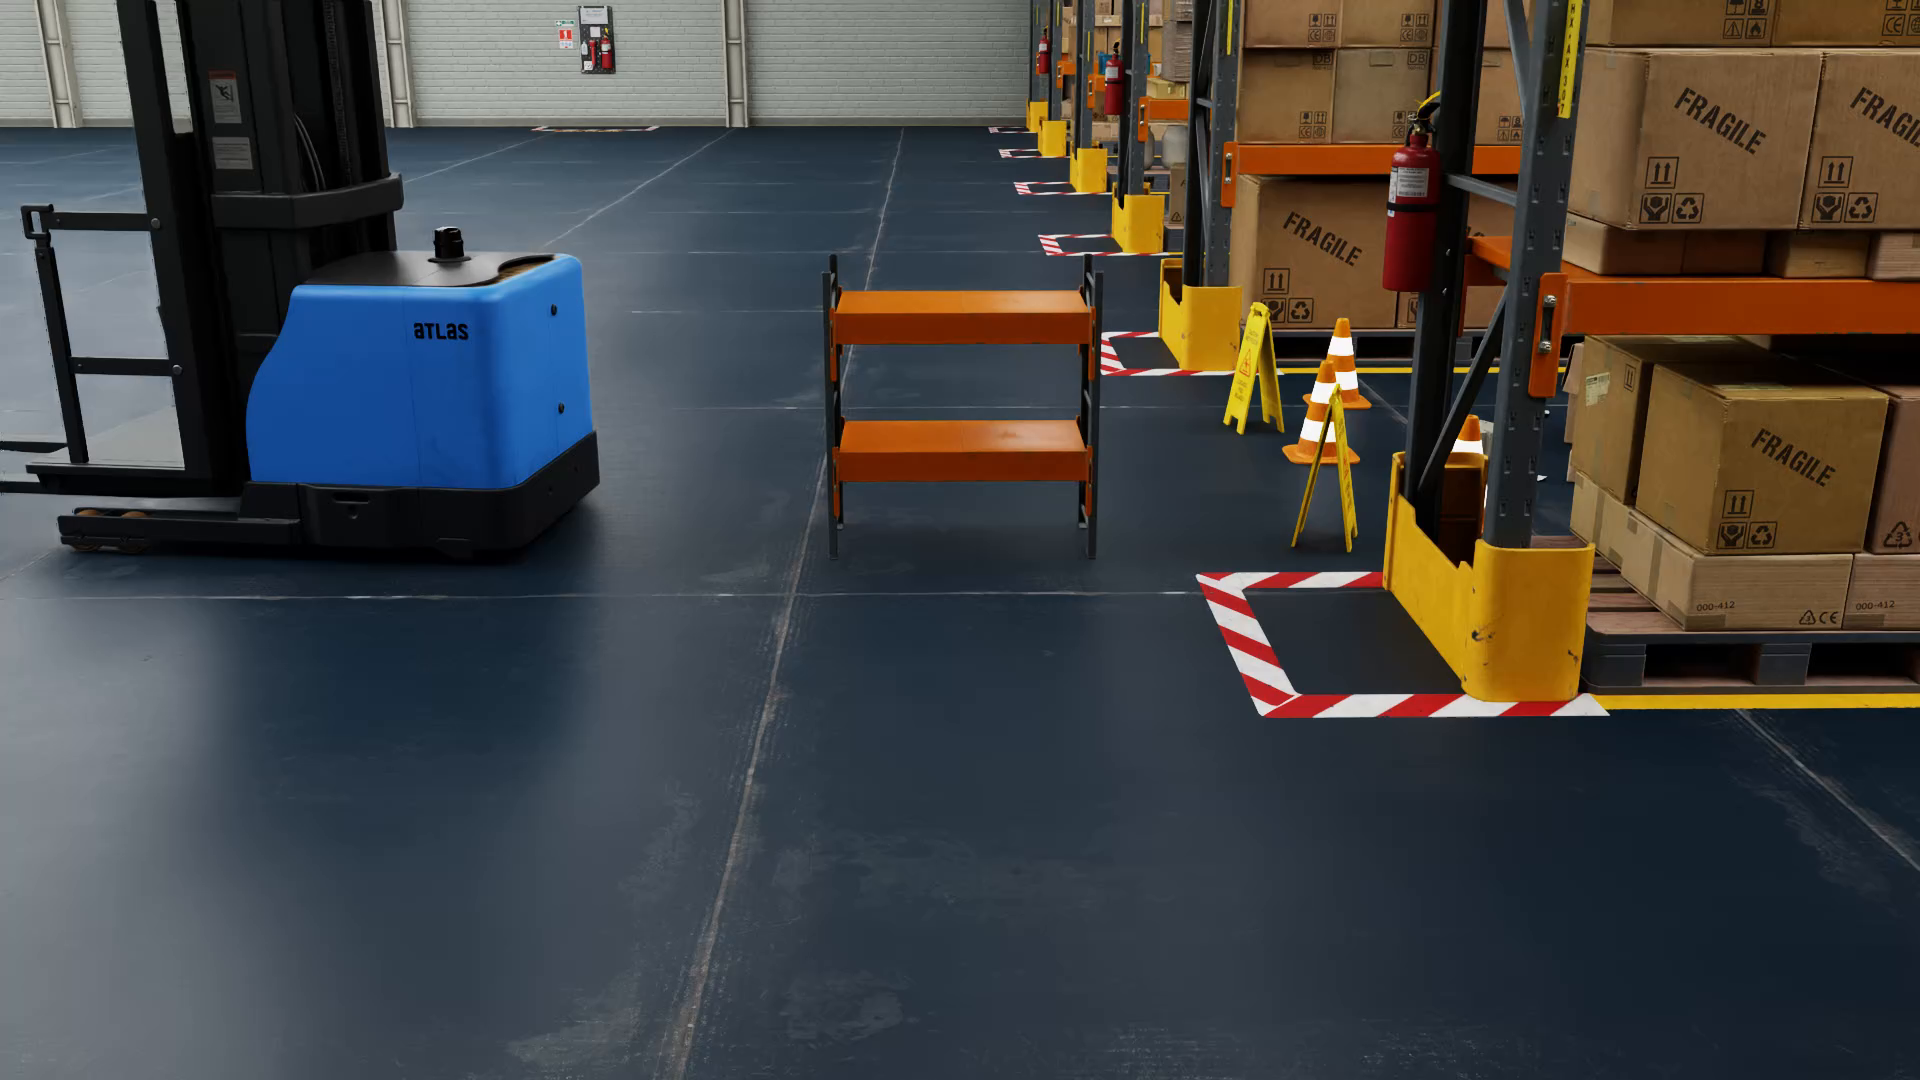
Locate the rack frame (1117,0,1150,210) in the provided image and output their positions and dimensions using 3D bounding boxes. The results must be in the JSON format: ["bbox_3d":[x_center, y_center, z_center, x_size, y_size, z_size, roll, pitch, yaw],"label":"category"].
[{"bbox_3d":[1.534,-4.127,14.723,0.127,3.000,1.000,0,18,-1],"label":"rack frame"}]

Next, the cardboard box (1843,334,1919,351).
[{"bbox_3d":[3.105,-0.763,5.760,0.250,0.149,0.380,0,18,0],"label":"cardboard box"}]

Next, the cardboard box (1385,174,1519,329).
[{"bbox_3d":[3.068,-1.828,10.348,0.875,0.875,0.875,-1,18,-2],"label":"cardboard box"}]

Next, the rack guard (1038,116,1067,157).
[{"bbox_3d":[1.357,-5.962,24.536,0.348,0.500,1.175,0,18,-1],"label":"rack guard"}]

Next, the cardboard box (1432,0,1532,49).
[{"bbox_3d":[2.993,-3.179,9.755,0.550,0.550,0.875,0,18,-1],"label":"cardboard box"}]

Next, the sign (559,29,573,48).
[{"bbox_3d":[-7.040,-8.950,29.698,0.234,0.329,0.001,0,18,-1],"label":"sign"}]

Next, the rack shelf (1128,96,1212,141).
[{"bbox_3d":[3.534,-3.794,14.863,4.000,0.370,1.077,0,18,-1],"label":"rack shelf"}]

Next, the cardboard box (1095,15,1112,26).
[{"bbox_3d":[2.041,-7.447,23.847,0.250,0.149,0.380,-1,18,-2],"label":"cardboard box"}]

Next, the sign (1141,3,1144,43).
[{"bbox_3d":[1.542,-4.374,14.074,0.005,0.325,0.100,0,18,-1],"label":"sign"}]

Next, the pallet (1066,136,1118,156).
[{"bbox_3d":[2.145,-5.841,24.632,1.213,0.211,1.003,0,18,-1],"label":"pallet"}]

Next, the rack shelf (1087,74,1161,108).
[{"bbox_3d":[3.455,-5.307,19.578,4.000,0.370,1.077,0,18,-1],"label":"rack shelf"}]

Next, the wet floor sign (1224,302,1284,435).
[{"bbox_3d":[1.513,-0.886,8.473,0.232,0.644,0.267,-3,18,-10],"label":"wet floor sign"}]

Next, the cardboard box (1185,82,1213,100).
[{"bbox_3d":[2.073,-3.931,14.524,0.250,0.149,0.380,0,18,-1],"label":"cardboard box"}]

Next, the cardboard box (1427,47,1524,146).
[{"bbox_3d":[2.993,-2.672,9.942,0.550,0.550,0.875,0,18,-1],"label":"cardboard box"}]

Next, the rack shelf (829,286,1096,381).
[{"bbox_3d":[0.007,-0.814,6.507,1.000,0.278,0.538,0,18,-1],"label":"rack shelf"}]

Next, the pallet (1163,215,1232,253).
[{"bbox_3d":[2.423,-2.793,15.128,1.213,0.211,1.003,0,18,-1],"label":"pallet"}]

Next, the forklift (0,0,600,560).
[{"bbox_3d":[-3.138,-1.498,6.639,3.031,2.935,1.130,2,18,7],"label":"forklift"}]

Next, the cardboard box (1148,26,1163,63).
[{"bbox_3d":[2.870,-7.203,24.148,0.500,0.500,0.700,0,18,0],"label":"cardboard box"}]

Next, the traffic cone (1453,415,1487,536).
[{"bbox_3d":[2.100,-0.289,6.910,0.334,0.463,0.336,0,18,-1],"label":"traffic cone"}]

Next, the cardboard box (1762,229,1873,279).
[{"bbox_3d":[2.552,-0.901,5.078,0.250,0.149,0.380,-1,18,-3],"label":"cardboard box"}]

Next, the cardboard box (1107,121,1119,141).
[{"bbox_3d":[2.421,-5.982,24.318,0.500,0.250,0.500,0,18,-1],"label":"cardboard box"}]

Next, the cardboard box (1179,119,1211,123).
[{"bbox_3d":[3.421,-6.342,24.212,0.500,0.500,0.500,0,18,-1],"label":"cardboard box"}]

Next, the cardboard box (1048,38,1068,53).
[{"bbox_3d":[1.792,-8.509,28.596,0.500,0.250,0.500,-1,18,-2],"label":"cardboard box"}]

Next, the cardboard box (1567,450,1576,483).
[{"bbox_3d":[2.968,-0.366,7.666,0.250,0.149,0.380,10,20,28],"label":"cardboard box"}]

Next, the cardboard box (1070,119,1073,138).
[{"bbox_3d":[1.913,-6.136,24.800,0.500,0.250,0.500,0,18,-1],"label":"cardboard box"}]

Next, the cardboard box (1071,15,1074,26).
[{"bbox_3d":[1.760,-7.569,24.227,0.250,0.149,0.380,-1,18,-2],"label":"cardboard box"}]

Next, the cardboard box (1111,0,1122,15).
[{"bbox_3d":[2.427,-7.821,23.950,0.500,0.500,0.700,-1,18,-2],"label":"cardboard box"}]

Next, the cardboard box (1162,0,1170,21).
[{"bbox_3d":[2.080,-4.871,14.753,0.500,0.500,0.500,0,18,-1],"label":"cardboard box"}]

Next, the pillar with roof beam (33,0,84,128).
[{"bbox_3d":[-15.944,-10.388,24.419,0.400,9.000,9.100,0,18,-1],"label":"pillar with roof beam"}]

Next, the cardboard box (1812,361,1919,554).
[{"bbox_3d":[3.048,-0.272,5.291,0.500,0.500,0.500,-1,18,-3],"label":"cardboard box"}]

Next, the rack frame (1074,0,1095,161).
[{"bbox_3d":[1.456,-5.640,19.438,0.127,3.000,1.000,0,18,-1],"label":"rack frame"}]

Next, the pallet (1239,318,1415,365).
[{"bbox_3d":[2.309,-1.312,10.511,1.213,0.211,1.003,0,18,-1],"label":"pallet"}]

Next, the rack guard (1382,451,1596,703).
[{"bbox_3d":[1.766,0.089,5.670,0.348,0.500,1.175,0,18,-1],"label":"rack guard"}]

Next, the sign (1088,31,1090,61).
[{"bbox_3d":[1.460,-5.604,18.872,0.005,0.325,0.100,0,18,-1],"label":"sign"}]

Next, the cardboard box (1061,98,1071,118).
[{"bbox_3d":[1.992,-7.571,29.139,0.500,0.311,0.500,-2,18,-7],"label":"cardboard box"}]

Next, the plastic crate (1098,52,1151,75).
[{"bbox_3d":[1.951,-5.663,19.753,0.616,0.251,0.499,0,18,-1],"label":"plastic crate"}]

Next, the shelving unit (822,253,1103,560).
[{"bbox_3d":[0.007,-0.536,6.596,1.048,1.125,0.538,0,18,-1],"label":"shelving unit"}]

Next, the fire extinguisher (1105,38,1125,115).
[{"bbox_3d":[1.412,-4.230,15.171,0.183,0.674,0.296,0,18,-1],"label":"fire extinguisher"}]

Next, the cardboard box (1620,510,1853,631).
[{"bbox_3d":[2.501,0.089,5.392,0.500,0.250,0.500,0,18,-1],"label":"cardboard box"}]

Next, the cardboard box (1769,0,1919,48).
[{"bbox_3d":[2.704,-1.835,5.290,0.500,0.500,0.700,0,18,0],"label":"cardboard box"}]

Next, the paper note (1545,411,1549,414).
[{"bbox_3d":[3.064,-0.686,8.859,0.142,0.017,0.144,6,19,18],"label":"paper note"}]
